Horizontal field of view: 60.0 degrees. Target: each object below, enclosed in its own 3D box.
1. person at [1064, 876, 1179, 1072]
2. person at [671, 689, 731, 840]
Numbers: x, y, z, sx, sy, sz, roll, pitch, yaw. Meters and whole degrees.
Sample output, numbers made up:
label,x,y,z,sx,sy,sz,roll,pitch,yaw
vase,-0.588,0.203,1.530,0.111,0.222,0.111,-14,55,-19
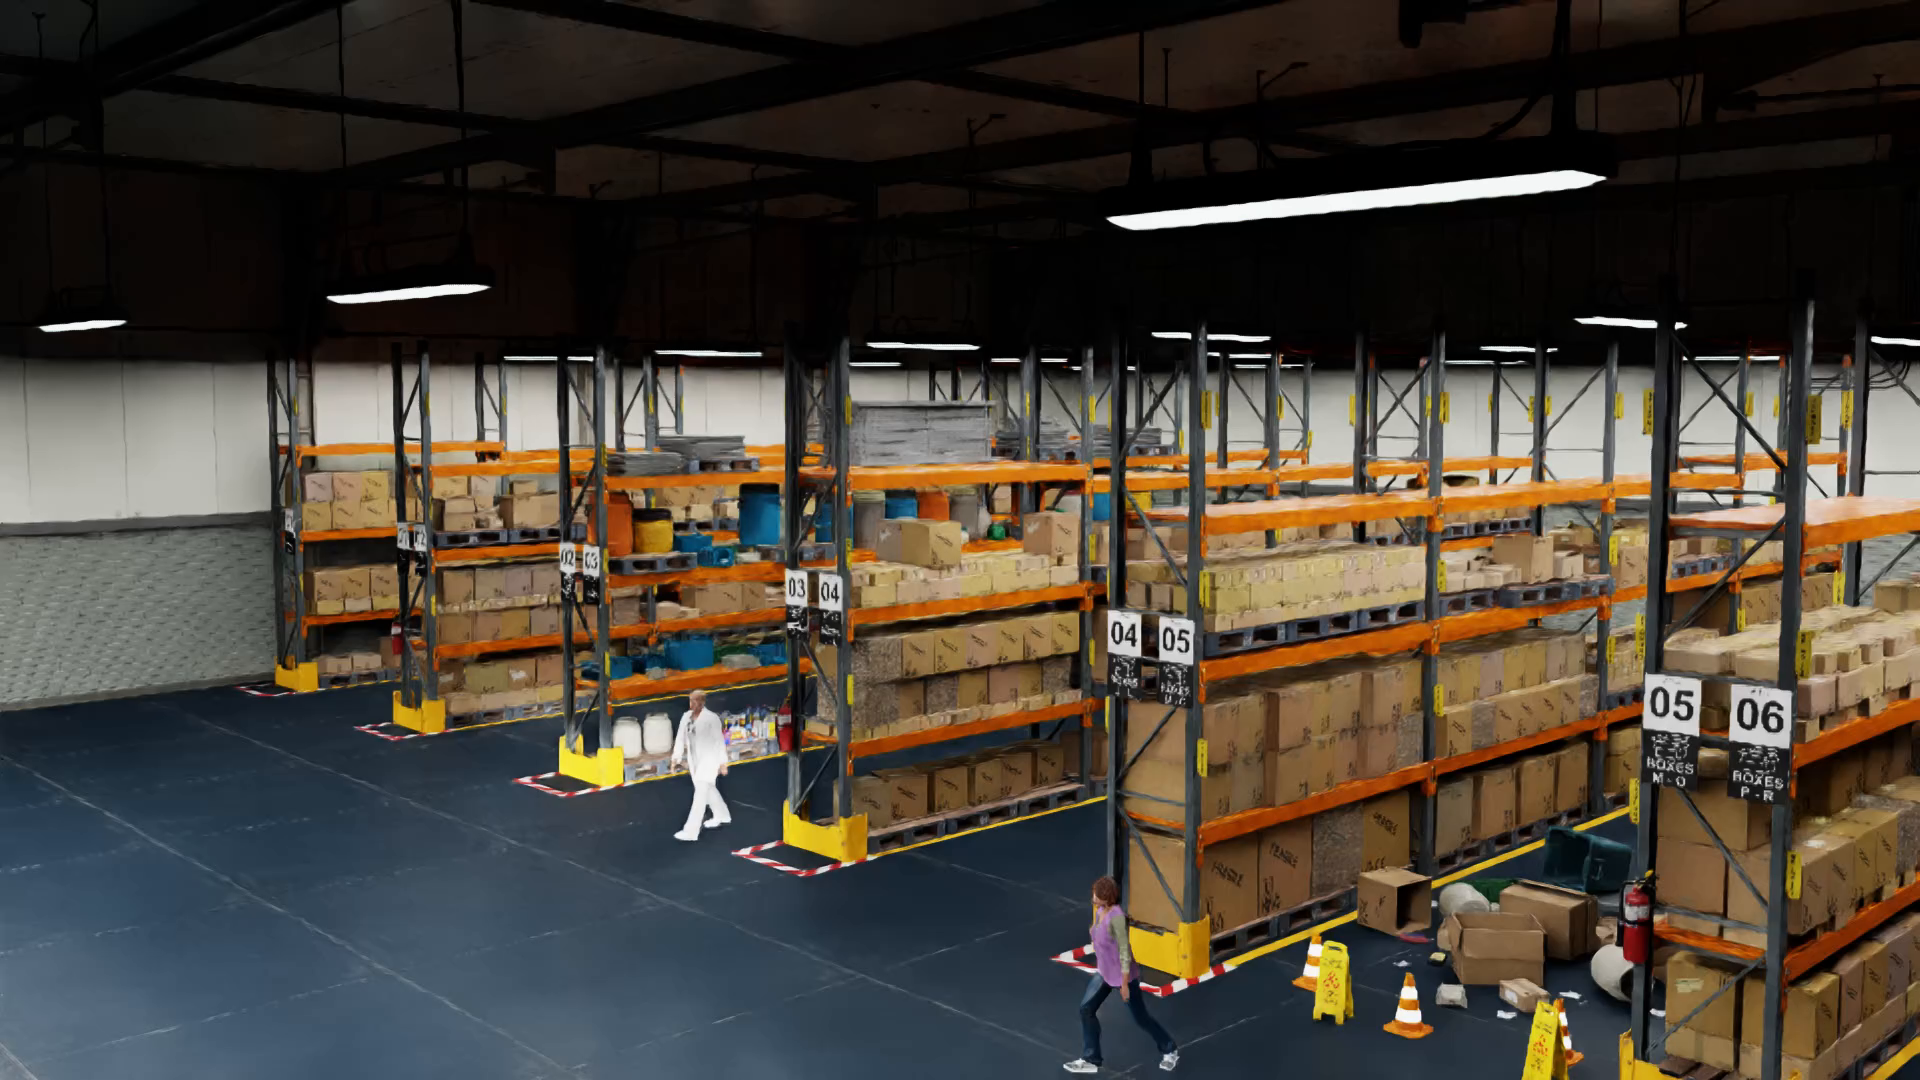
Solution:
label,x,y,z,sx,sy,sz,roll,pitch,yaw
person,1.246,3.299,12.640,0.867,1.531,0.461,-2,5,-22
person,-3.071,2.602,19.546,0.580,1.715,1.105,4,6,37
